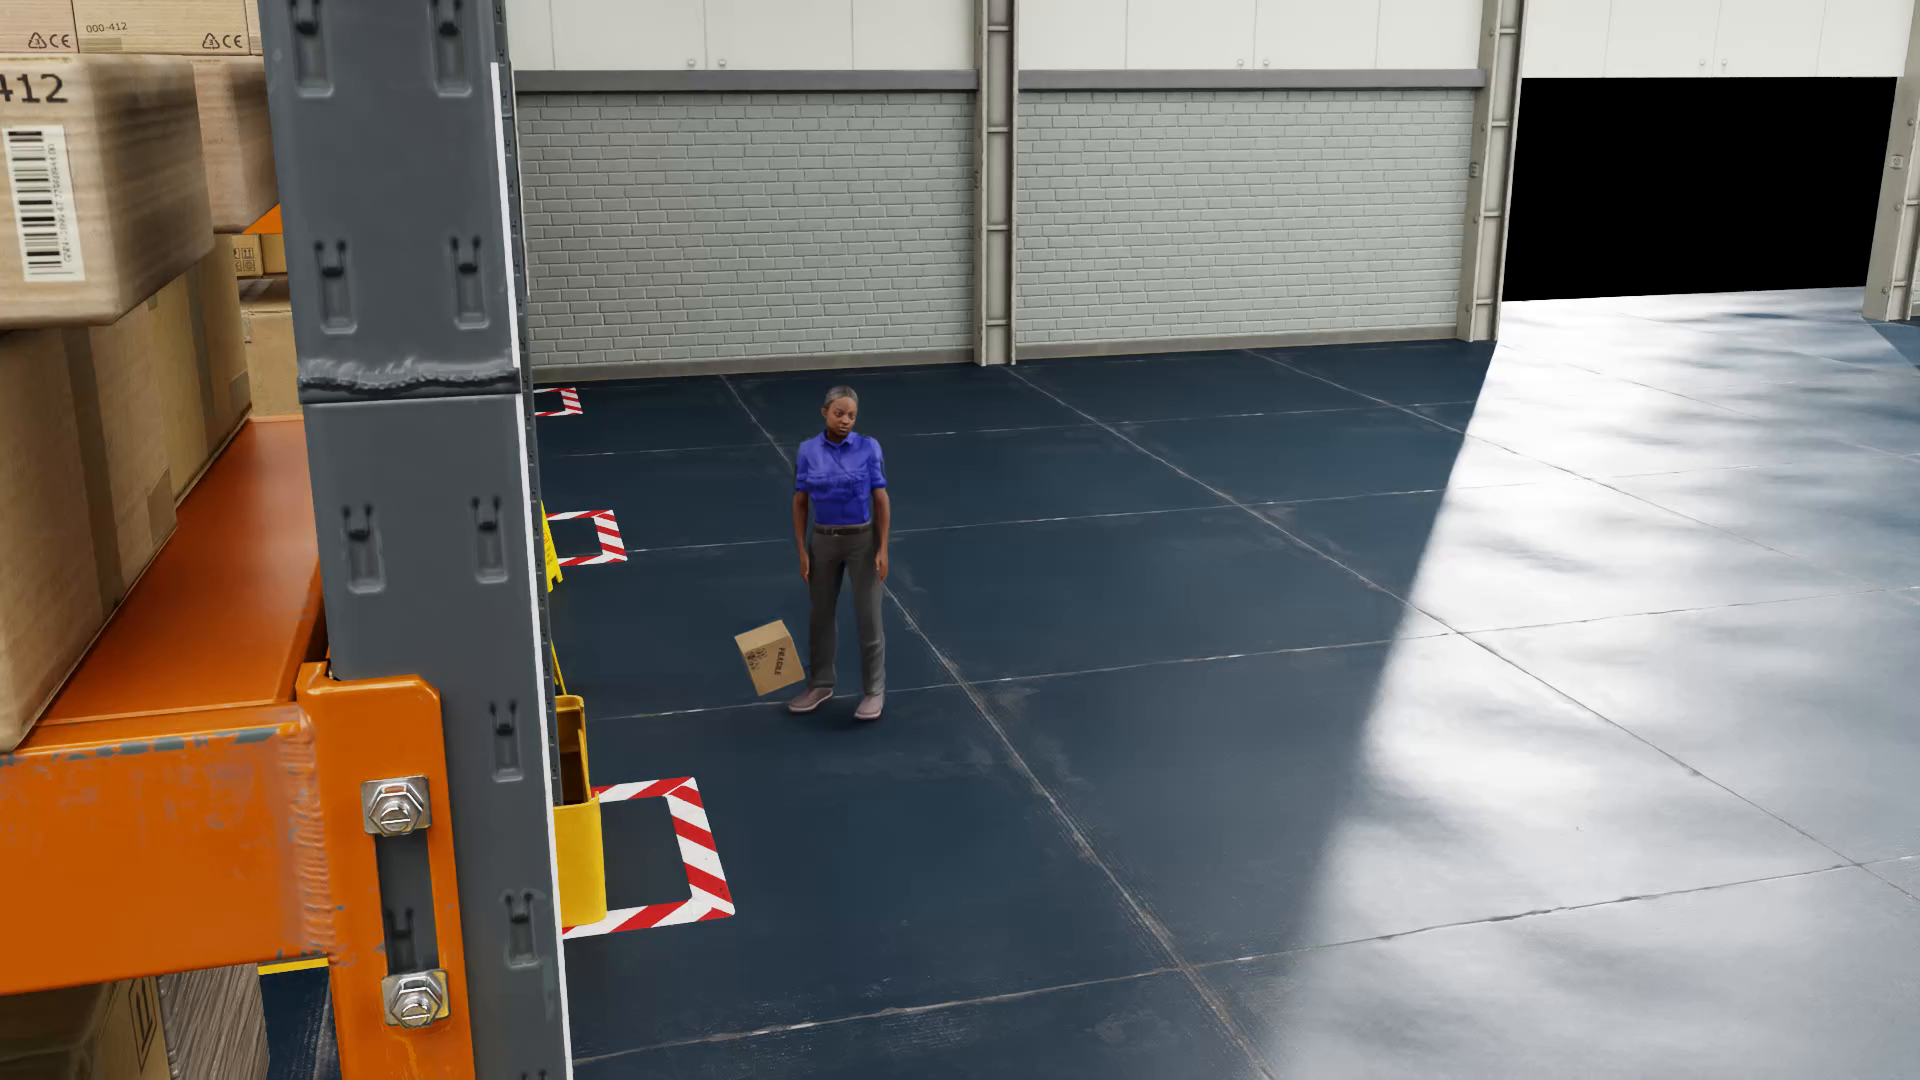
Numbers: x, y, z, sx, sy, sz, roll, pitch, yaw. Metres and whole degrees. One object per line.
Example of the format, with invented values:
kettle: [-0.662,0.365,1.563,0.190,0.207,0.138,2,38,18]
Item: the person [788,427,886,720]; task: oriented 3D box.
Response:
person: [-0.620,0.165,8.248,0.506,1.465,0.403,1,16,5]
